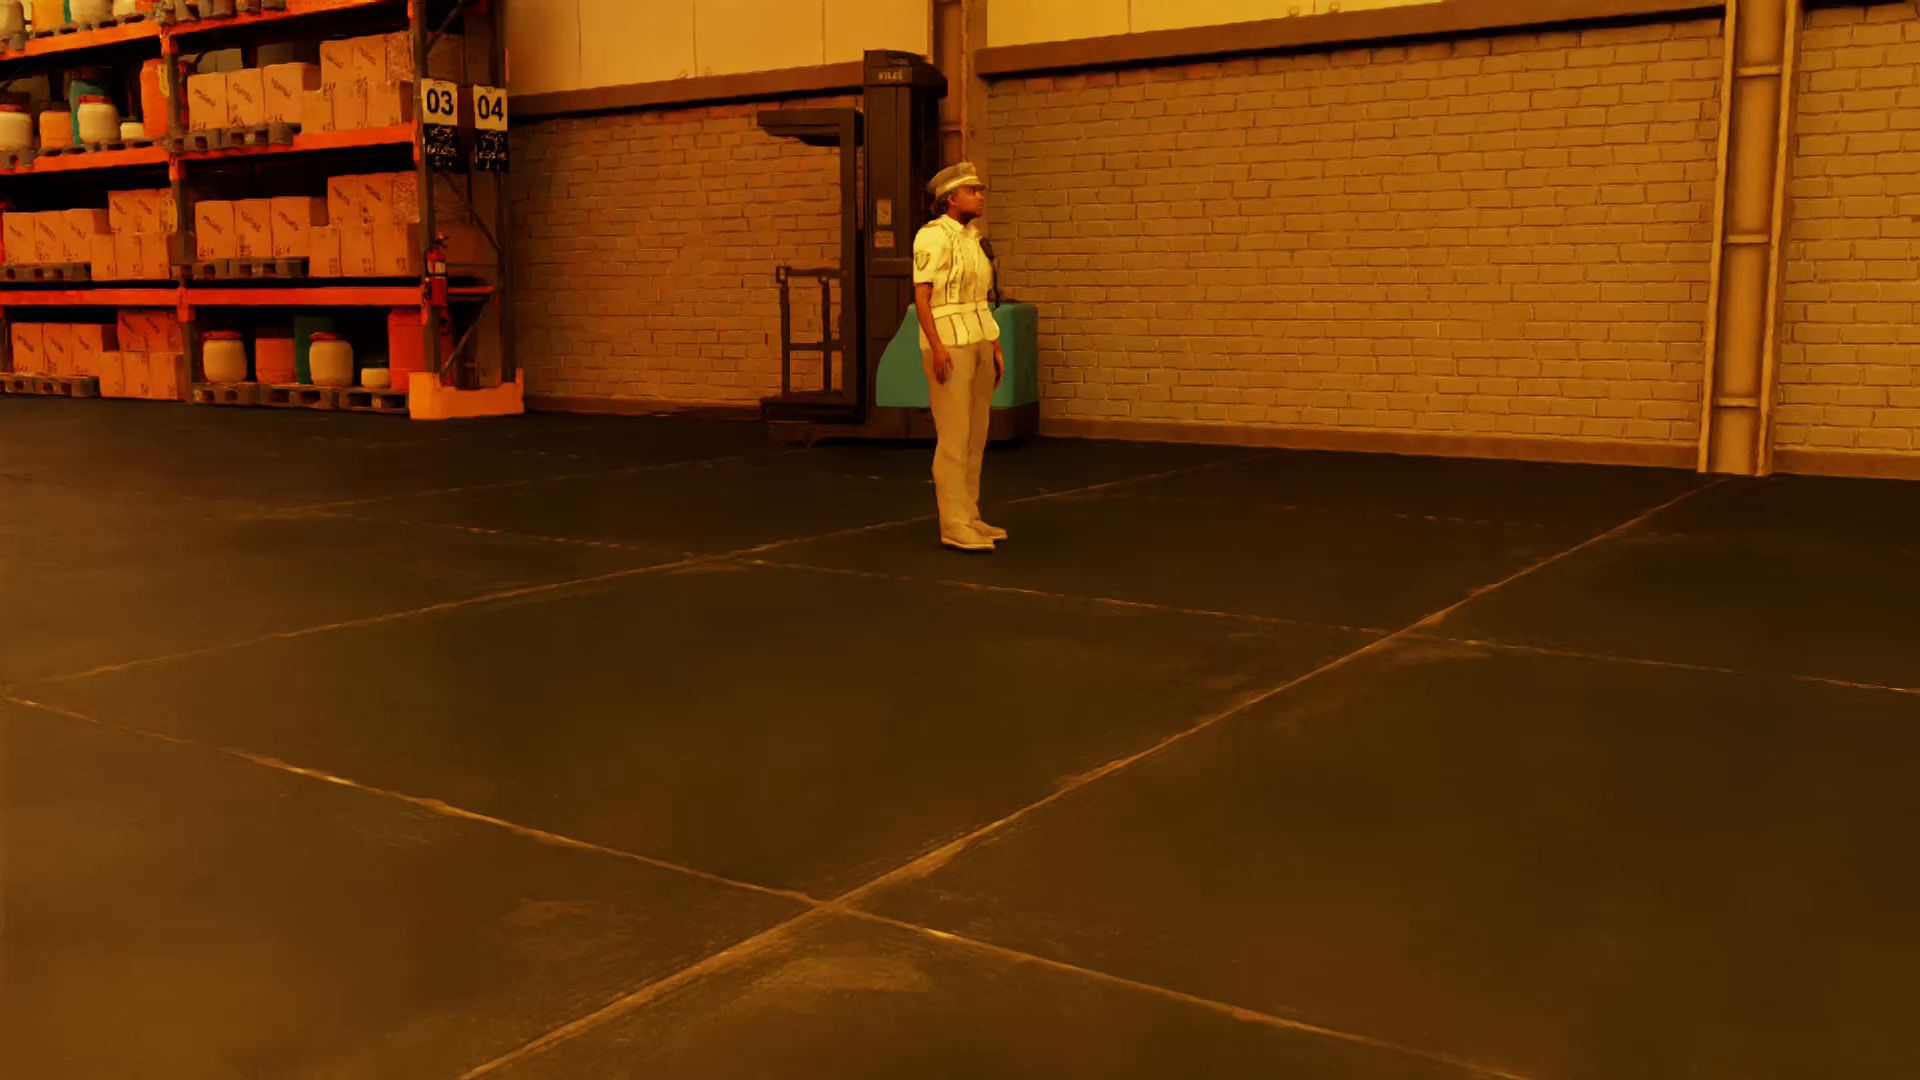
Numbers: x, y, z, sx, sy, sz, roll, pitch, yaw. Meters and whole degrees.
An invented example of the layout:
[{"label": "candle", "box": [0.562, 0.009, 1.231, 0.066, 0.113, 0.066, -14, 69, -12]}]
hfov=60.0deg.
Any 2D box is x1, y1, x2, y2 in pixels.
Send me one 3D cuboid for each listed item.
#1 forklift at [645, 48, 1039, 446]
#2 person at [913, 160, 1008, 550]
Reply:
[{"label": "forklift", "box": [-0.951, -2.240, 12.944, 3.031, 2.935, 1.130, 2, 8, 14]}, {"label": "person", "box": [0.051, -0.838, 7.426, 0.529, 1.695, 0.570, 5, 10, 34]}]
